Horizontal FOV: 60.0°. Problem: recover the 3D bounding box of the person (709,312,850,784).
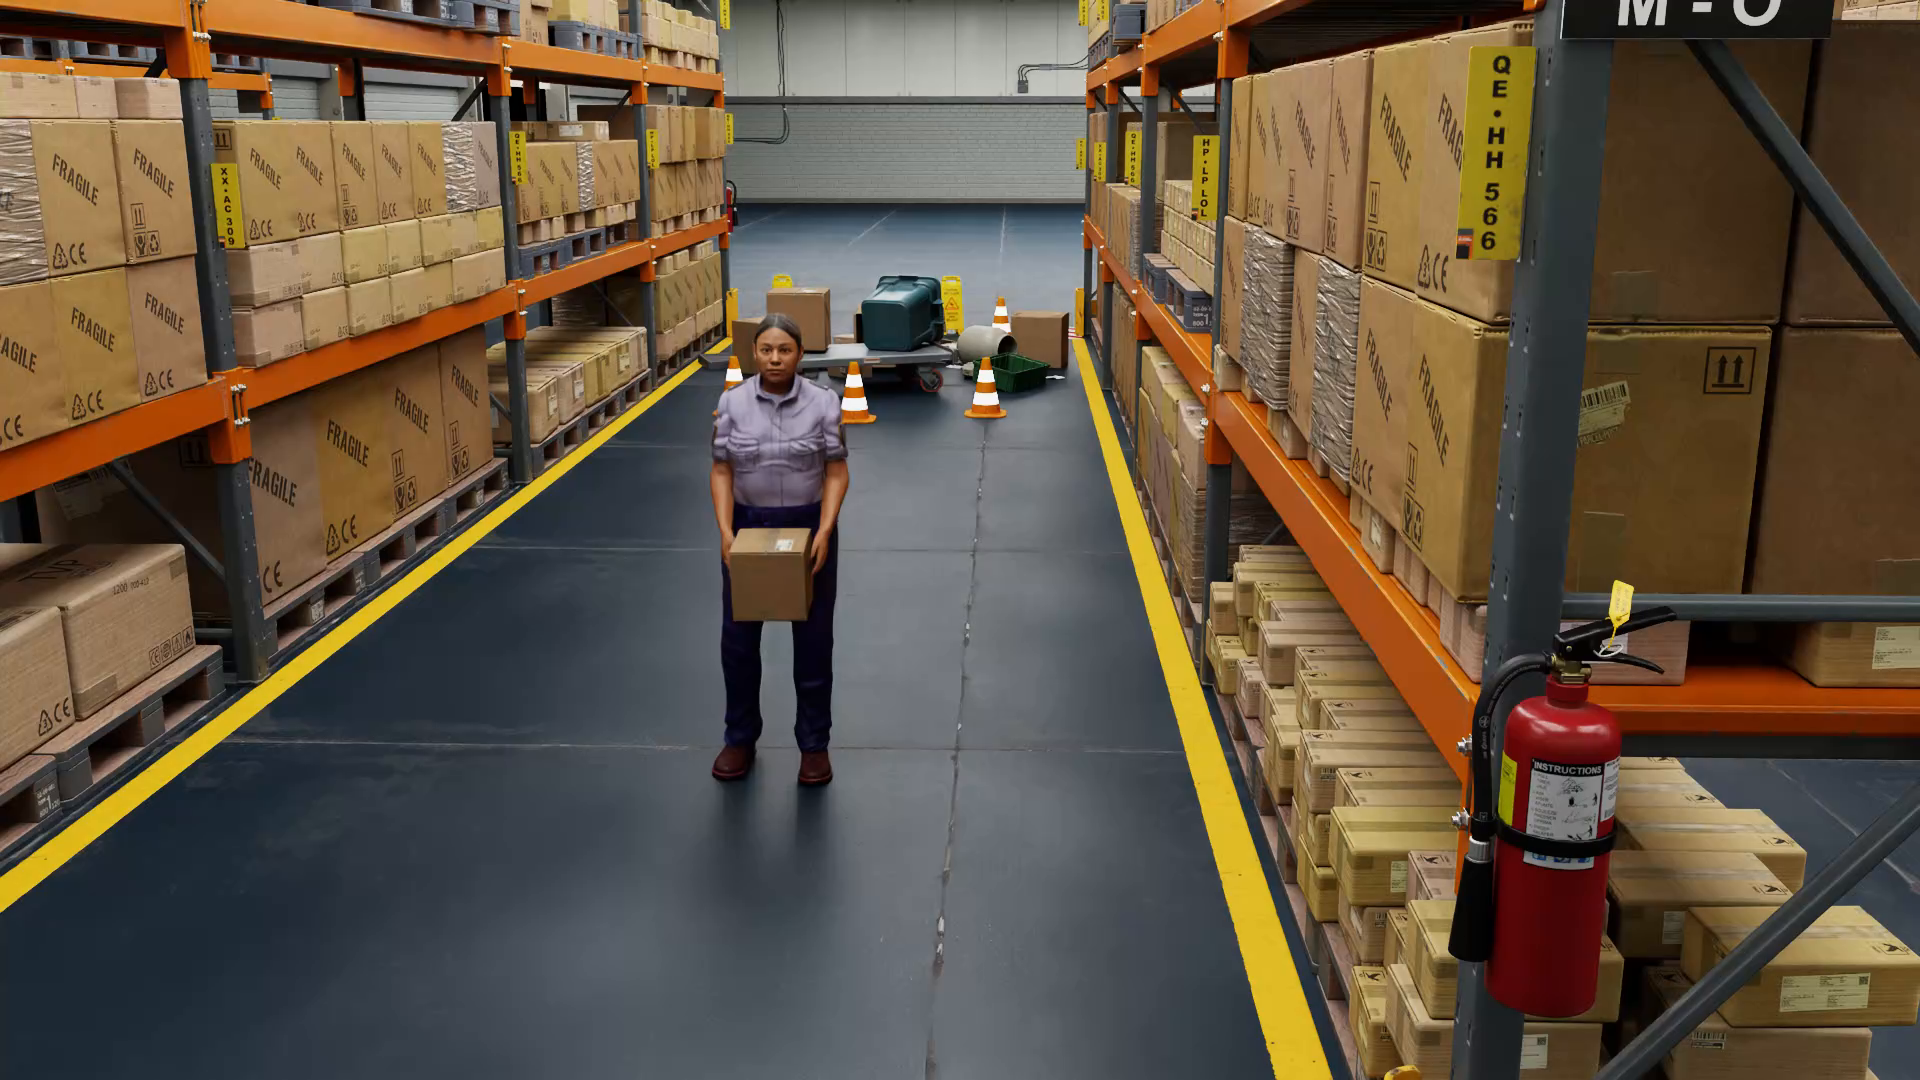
[{"bbox_3d":[-0.644,0.026,5.902,0.506,1.656,0.423,0,14,1],"label":"person"}]
